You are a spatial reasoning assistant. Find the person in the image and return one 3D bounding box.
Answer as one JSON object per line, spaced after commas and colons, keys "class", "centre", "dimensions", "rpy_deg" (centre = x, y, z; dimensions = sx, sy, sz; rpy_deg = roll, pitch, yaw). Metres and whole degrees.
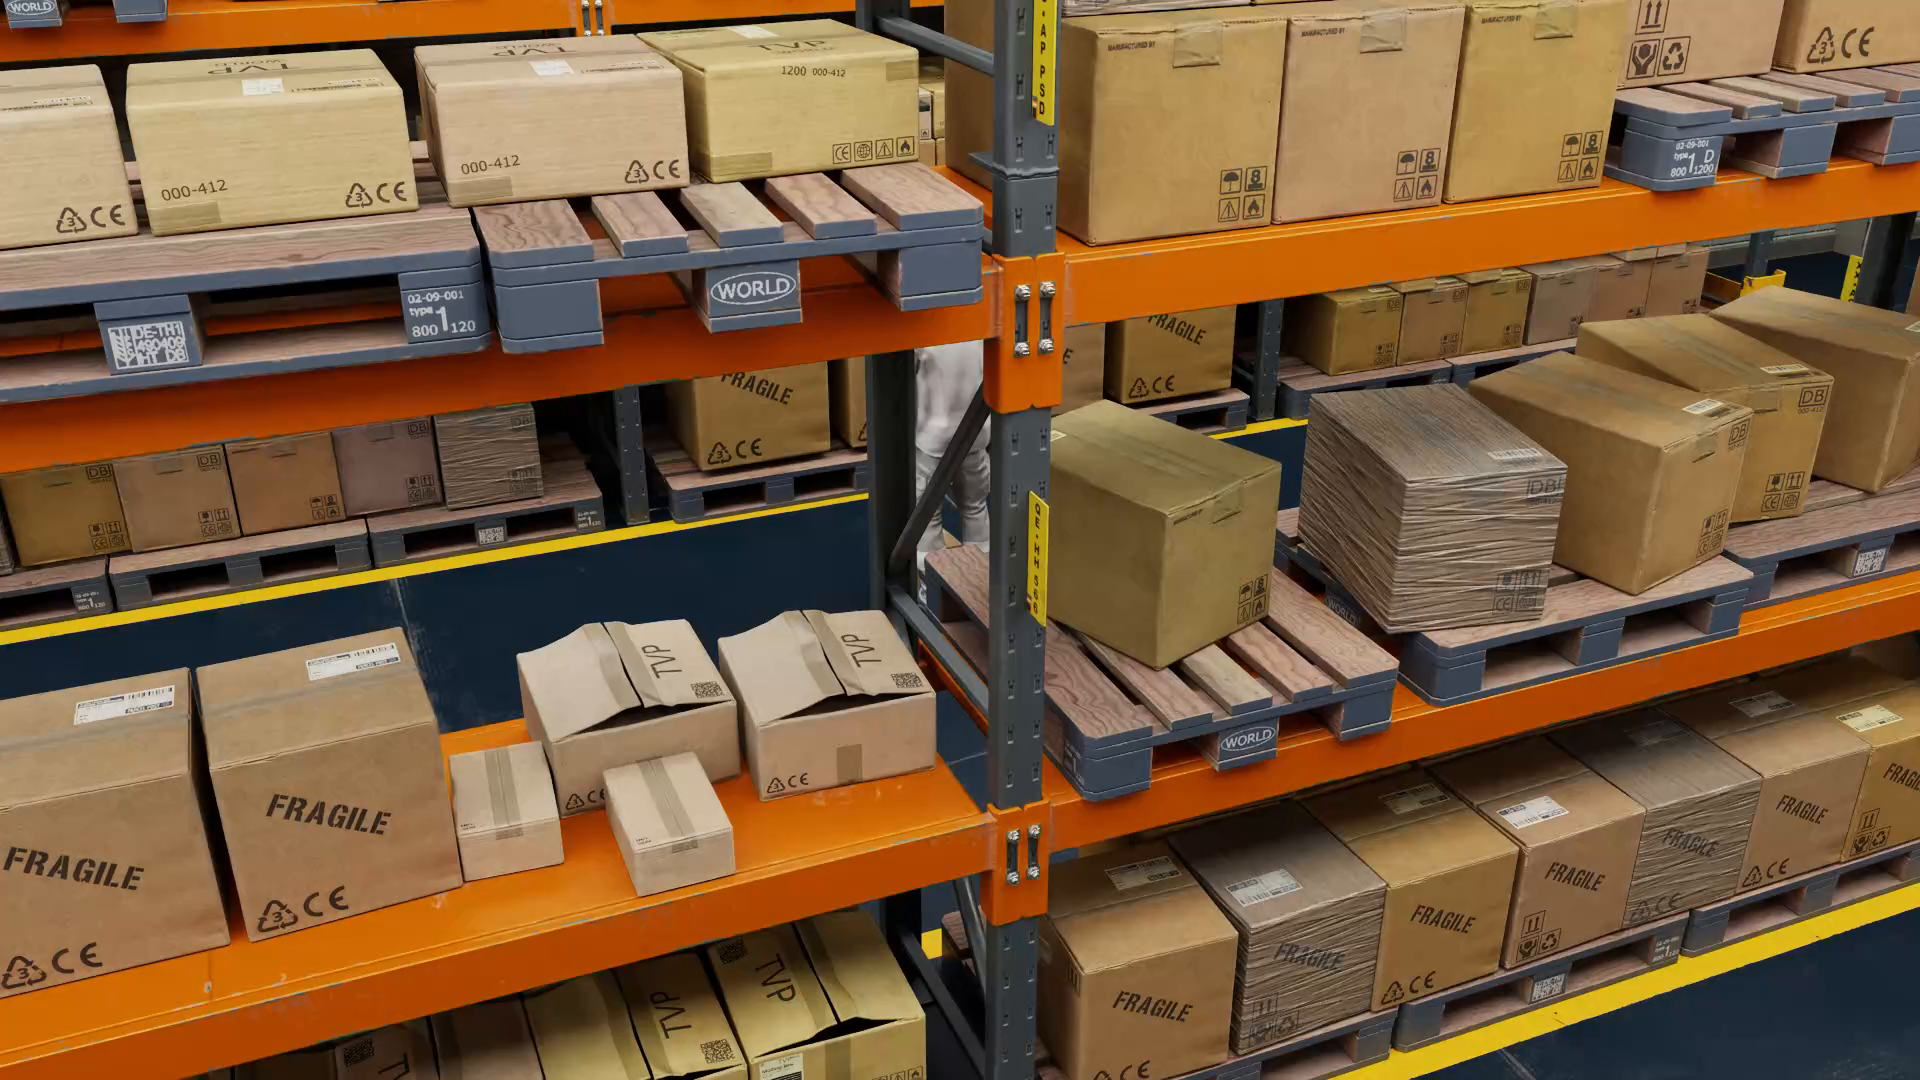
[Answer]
{"class": "person", "centre": [-0.072, -0.482, 7.900], "dimensions": [0.612, 1.778, 0.451], "rpy_deg": [-12, 28, -24]}
